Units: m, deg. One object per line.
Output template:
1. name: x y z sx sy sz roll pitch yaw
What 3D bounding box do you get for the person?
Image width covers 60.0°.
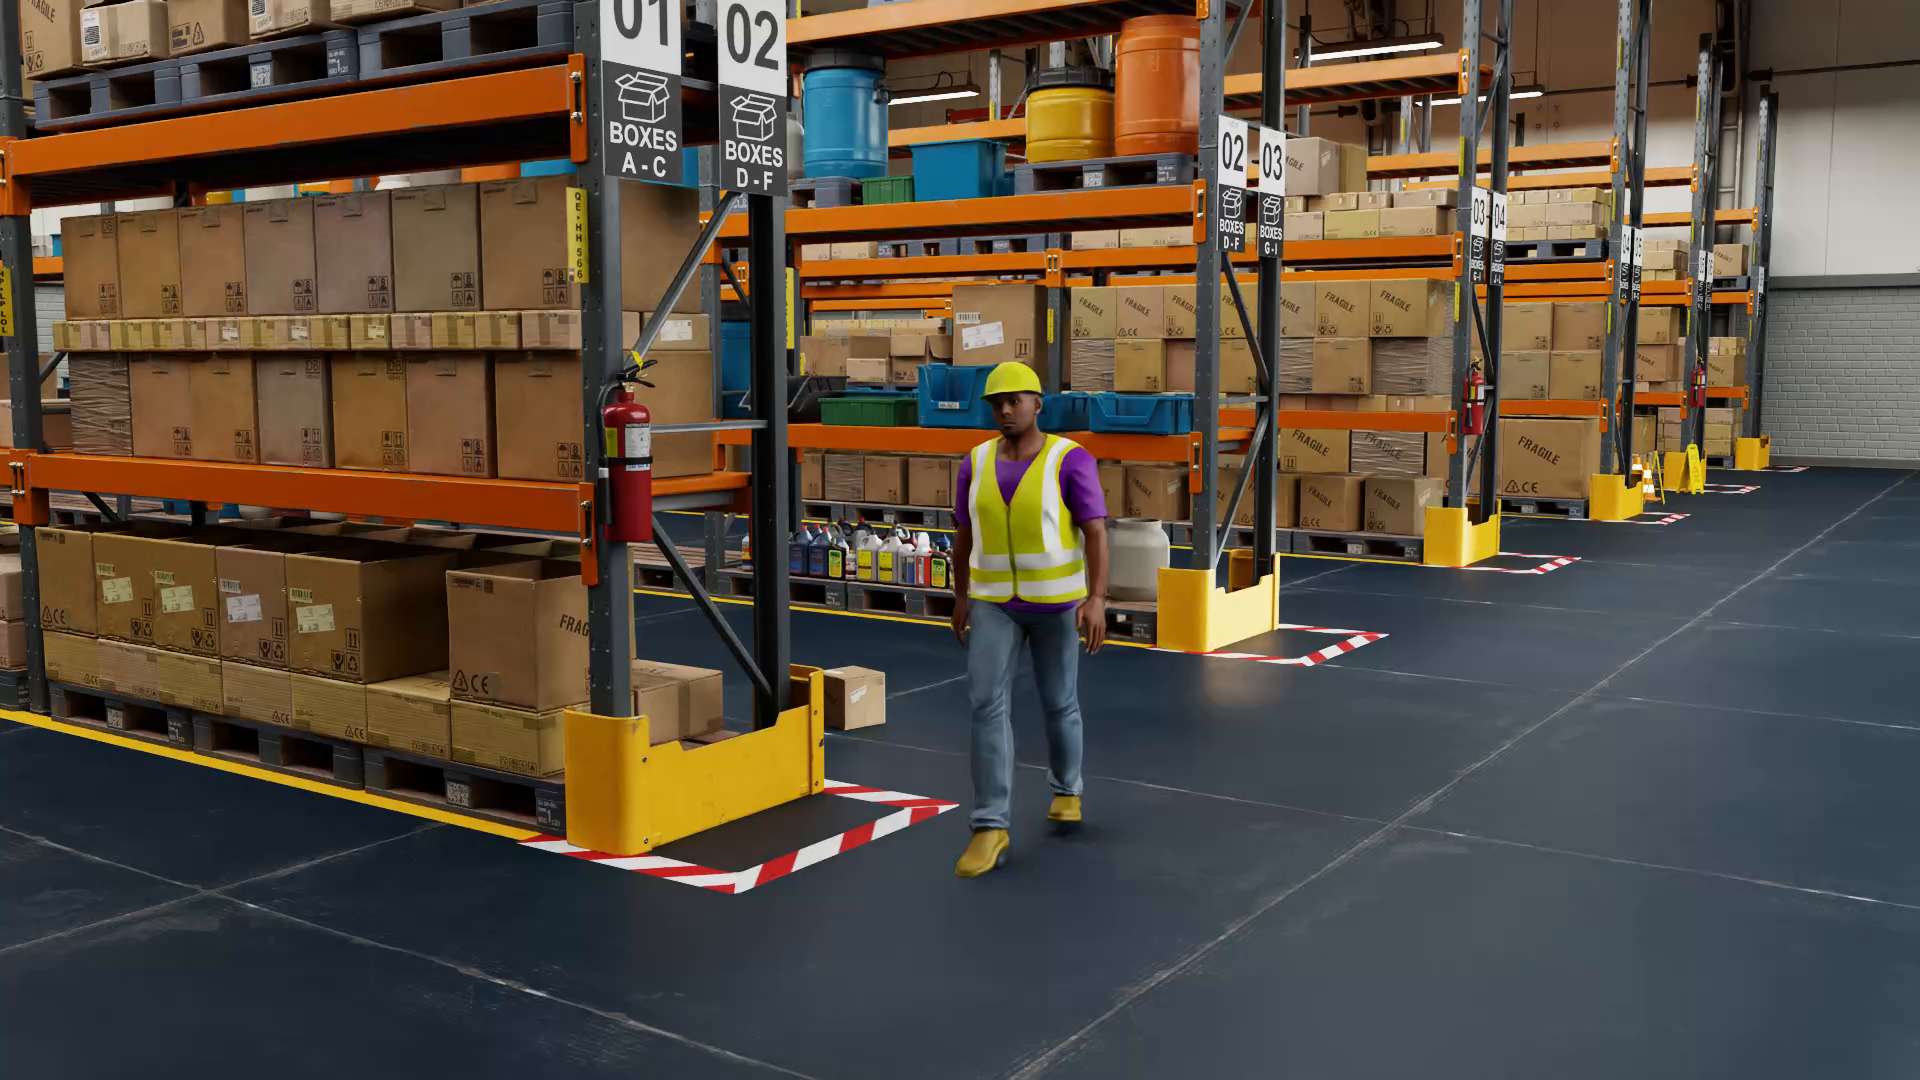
1. person: 0.220 0.245 5.985 0.656 1.767 0.869 2 7 18
